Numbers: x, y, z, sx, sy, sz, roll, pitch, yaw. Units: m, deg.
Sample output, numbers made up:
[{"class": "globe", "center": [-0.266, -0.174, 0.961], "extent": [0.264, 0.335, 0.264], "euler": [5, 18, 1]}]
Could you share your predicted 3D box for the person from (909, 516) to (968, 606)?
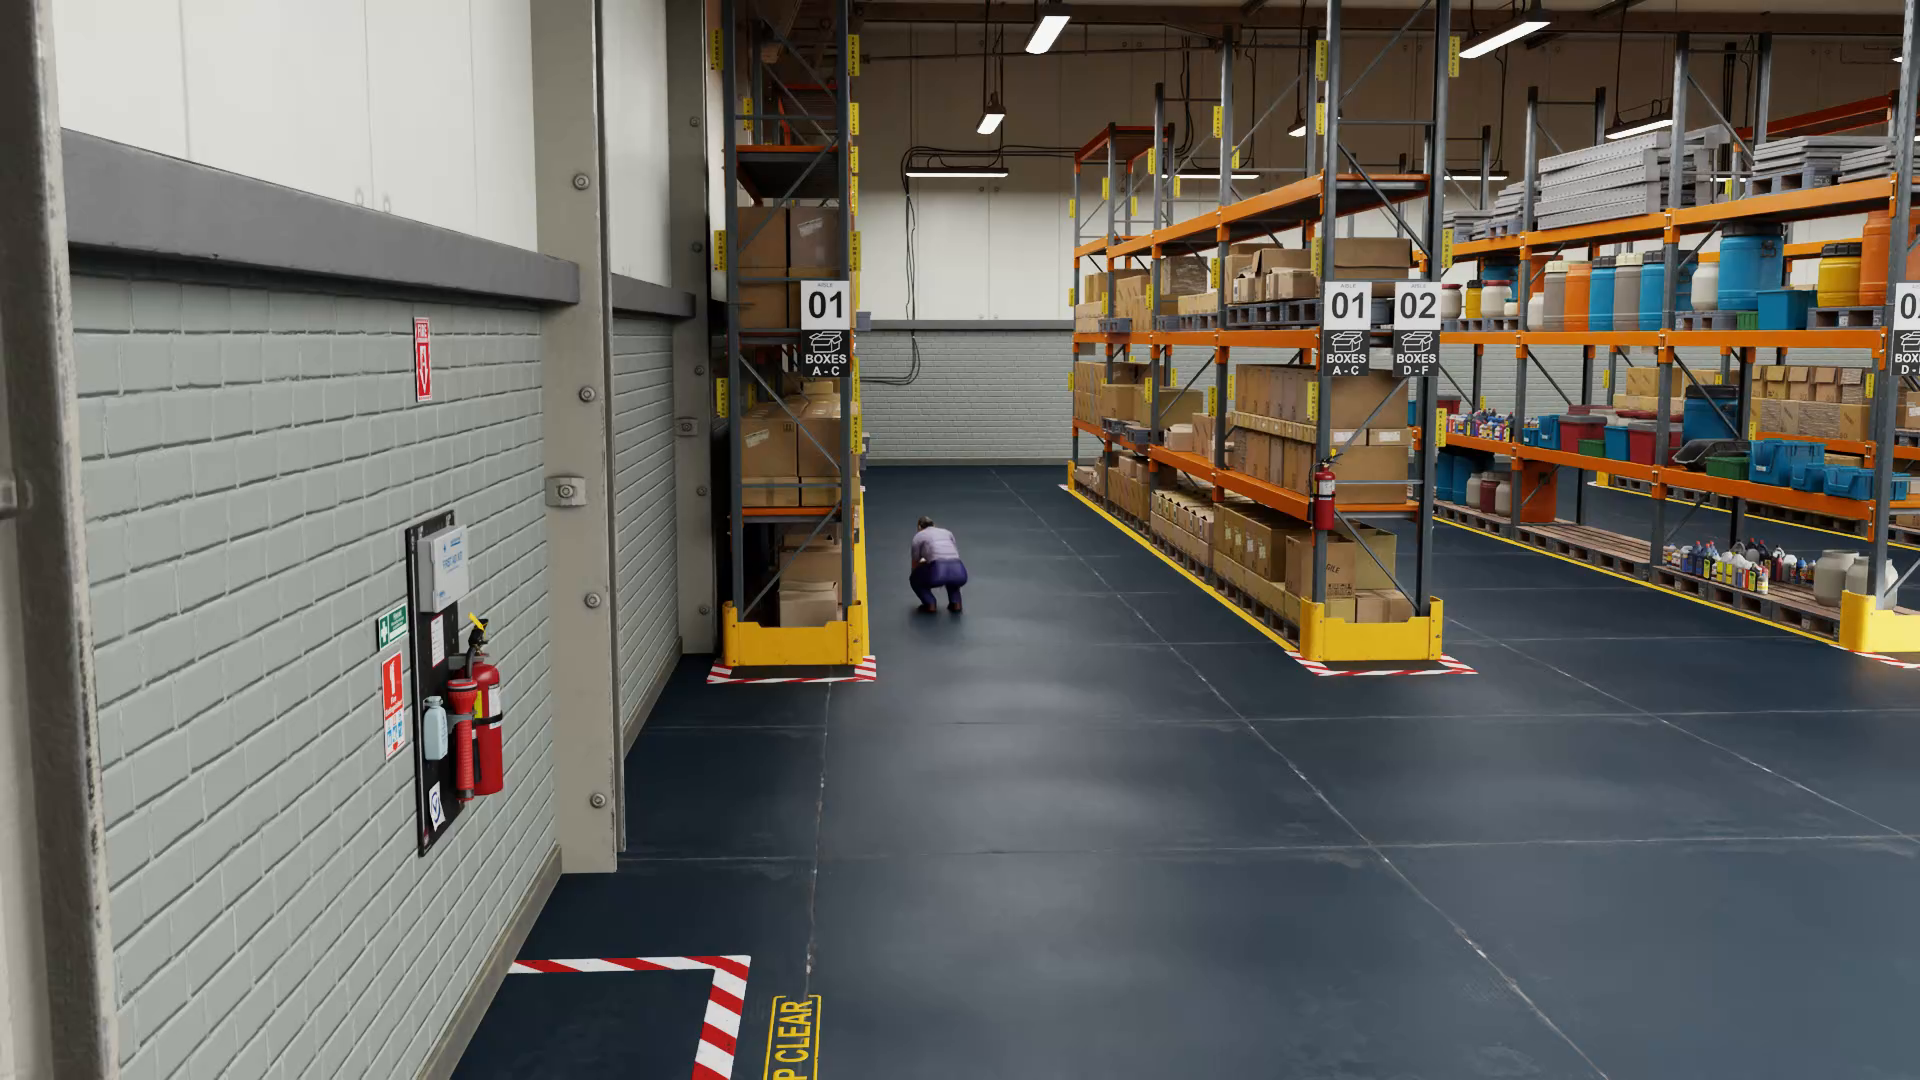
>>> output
[{"class": "person", "center": [-0.237, 0.219, 16.872], "extent": [0.525, 0.894, 0.833], "euler": [-2, 7, -19]}]
